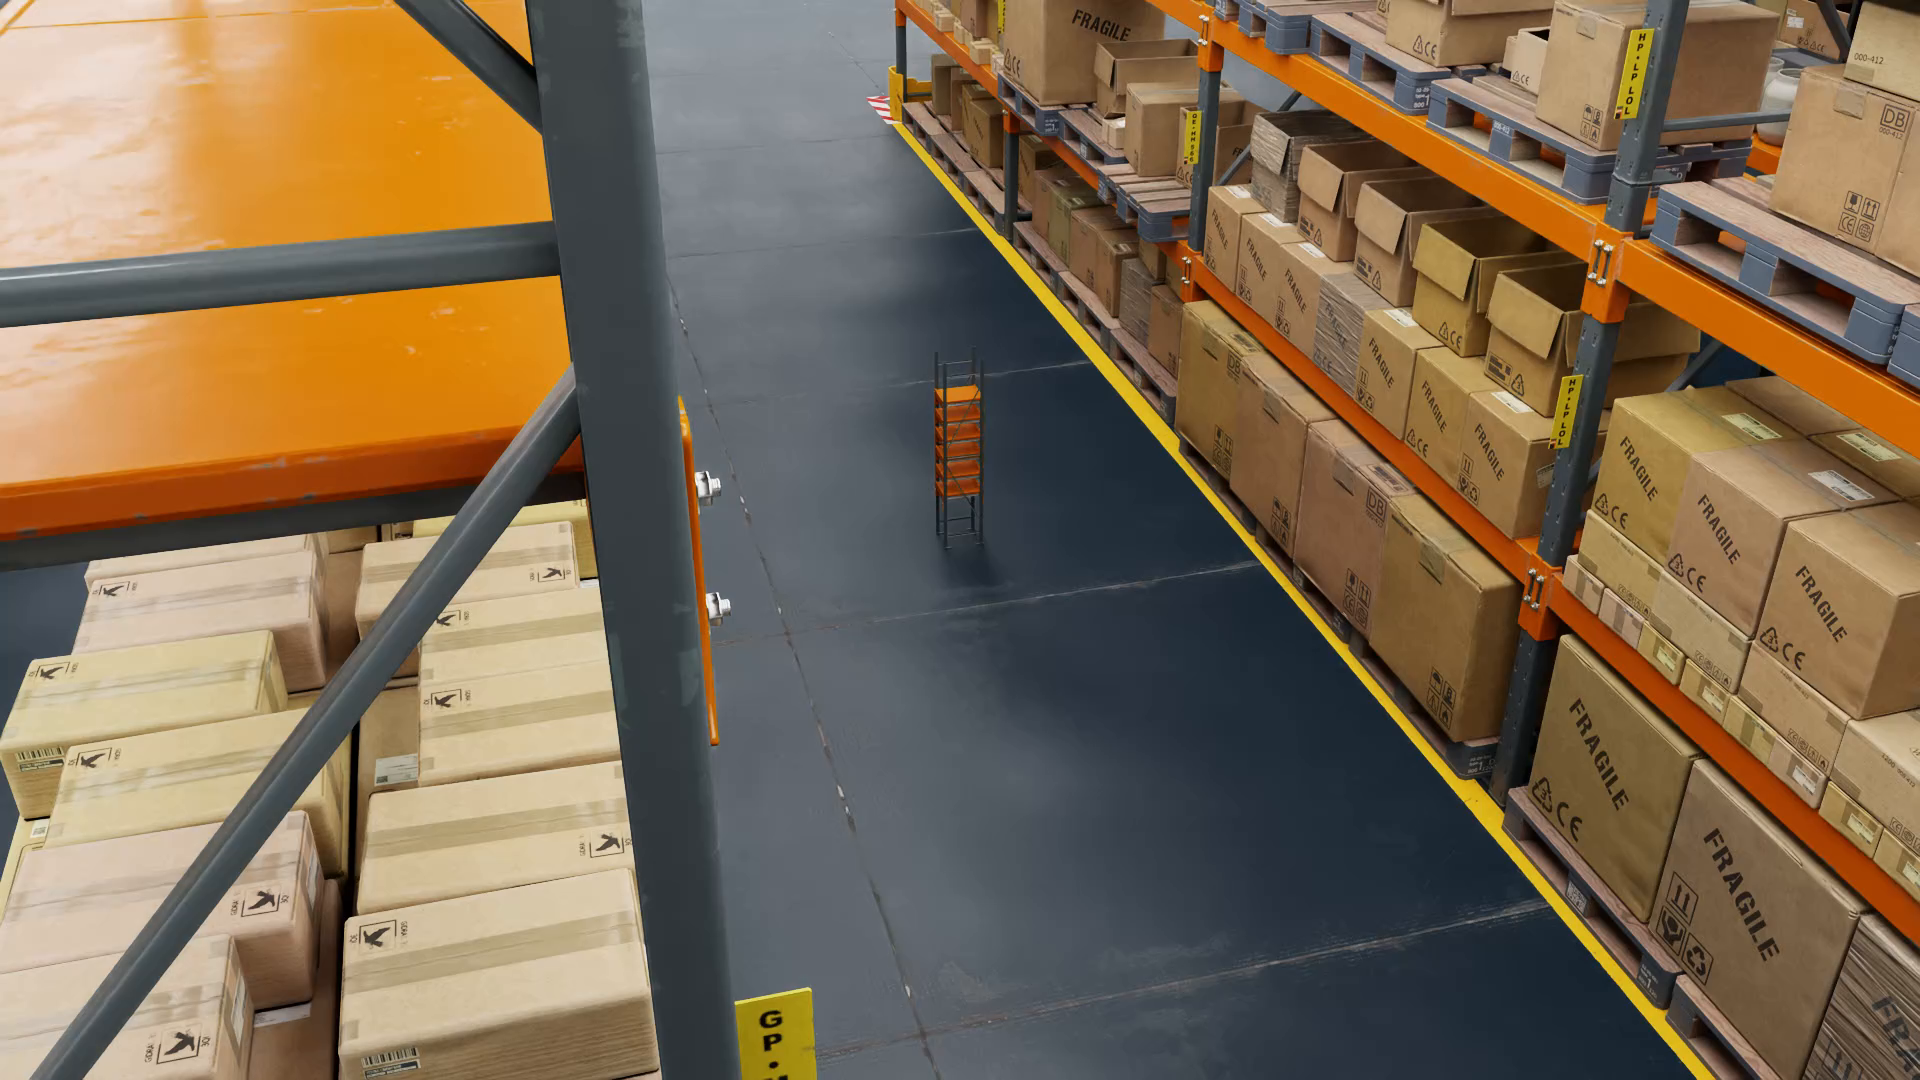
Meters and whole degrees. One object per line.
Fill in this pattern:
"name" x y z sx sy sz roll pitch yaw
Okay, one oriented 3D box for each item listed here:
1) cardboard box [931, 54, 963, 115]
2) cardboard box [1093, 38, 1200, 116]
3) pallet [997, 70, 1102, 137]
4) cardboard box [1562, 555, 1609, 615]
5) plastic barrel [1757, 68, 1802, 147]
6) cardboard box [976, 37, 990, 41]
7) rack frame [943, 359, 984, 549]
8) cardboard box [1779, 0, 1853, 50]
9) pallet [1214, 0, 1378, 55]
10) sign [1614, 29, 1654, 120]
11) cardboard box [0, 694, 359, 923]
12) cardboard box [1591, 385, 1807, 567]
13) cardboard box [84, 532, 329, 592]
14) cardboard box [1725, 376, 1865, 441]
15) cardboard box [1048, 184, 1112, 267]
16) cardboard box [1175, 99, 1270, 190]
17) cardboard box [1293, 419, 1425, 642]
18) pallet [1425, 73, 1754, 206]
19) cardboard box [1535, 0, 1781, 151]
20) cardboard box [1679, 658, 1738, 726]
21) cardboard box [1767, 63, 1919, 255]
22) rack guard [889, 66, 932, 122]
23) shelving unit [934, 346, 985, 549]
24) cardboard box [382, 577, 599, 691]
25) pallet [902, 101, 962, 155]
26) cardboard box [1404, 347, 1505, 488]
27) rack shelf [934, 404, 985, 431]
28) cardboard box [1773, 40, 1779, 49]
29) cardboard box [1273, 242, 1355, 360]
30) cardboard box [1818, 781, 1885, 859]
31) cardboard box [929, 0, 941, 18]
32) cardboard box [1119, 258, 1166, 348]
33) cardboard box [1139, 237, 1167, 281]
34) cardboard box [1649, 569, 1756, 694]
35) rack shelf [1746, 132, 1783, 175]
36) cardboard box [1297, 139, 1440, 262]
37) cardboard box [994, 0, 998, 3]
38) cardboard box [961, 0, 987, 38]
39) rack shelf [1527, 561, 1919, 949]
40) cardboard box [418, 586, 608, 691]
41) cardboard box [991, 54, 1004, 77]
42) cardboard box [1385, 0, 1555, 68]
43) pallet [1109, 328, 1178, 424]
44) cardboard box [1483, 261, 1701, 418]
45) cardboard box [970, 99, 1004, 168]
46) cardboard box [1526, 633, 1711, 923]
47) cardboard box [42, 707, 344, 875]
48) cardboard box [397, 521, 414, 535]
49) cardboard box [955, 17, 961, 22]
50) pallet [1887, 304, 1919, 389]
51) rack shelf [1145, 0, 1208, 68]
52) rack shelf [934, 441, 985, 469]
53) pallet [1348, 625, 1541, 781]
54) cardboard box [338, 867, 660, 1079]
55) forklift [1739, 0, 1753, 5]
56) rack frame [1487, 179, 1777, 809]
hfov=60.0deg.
"cardboard box" -0.030 -4.724 17.225 0.500 0.500 0.500 -2 30 -4
"cardboard box" 1.431 -3.398 12.335 0.797 0.503 0.637 -5 30 -8
"pallet" 0.944 -3.525 13.268 1.003 0.211 1.213 -8 31 -13
"cardboard box" 2.763 0.163 6.955 0.380 0.149 0.250 -8 31 -13
"plastic barrel" 6.240 -3.240 12.472 0.421 0.512 0.421 0 30 0
"cardboard box" 0.363 -4.447 14.921 0.380 0.149 0.250 -8 31 -13
"rack frame" 0.020 -0.482 9.616 0.240 1.200 0.006 -8 31 -13
"cardboard box" 9.580 -5.790 18.567 0.500 0.500 0.500 -8 31 -13
"pallet" 2.166 -2.977 9.324 1.213 0.211 1.003 -6 31 -11
"sign" 2.485 -1.714 6.123 0.100 0.325 0.005 -8 31 -13
"cardboard box" -1.247 0.525 2.736 0.500 0.250 0.500 -9 31 -15
"cardboard box" 2.886 -0.255 6.532 0.500 0.500 0.500 -8 31 -13
"cardboard box" -1.423 0.044 3.169 0.380 0.149 0.250 -7 31 -12
"cardboard box" 3.385 -0.334 6.668 0.500 0.500 0.500 -7 31 -12
"cardboard box" 1.132 -2.572 13.487 0.700 0.500 0.500 -8 31 -14
"cardboard box" 1.762 -2.545 10.864 0.500 0.500 0.500 -12 32 -19
"cardboard box" 2.578 -0.132 8.917 1.225 0.875 0.875 -9 31 -15
"pallet" 2.714 -1.784 7.266 0.805 0.209 1.217 -9 31 -15
"cardboard box" 2.842 -1.934 6.815 0.700 0.500 0.500 -7 31 -12
"cardboard box" 2.975 0.544 6.297 0.380 0.149 0.250 -9 31 -15
"cardboard box" 3.271 -1.329 5.669 0.700 0.500 0.500 -10 31 -16
"rack guard" -0.160 -4.810 17.791 1.175 0.500 0.348 -8 31 -13
"shelving unit" -0.004 -0.526 9.693 0.258 1.200 0.189 -8 31 -13
"cardboard box" -0.870 0.216 3.269 0.500 0.250 0.500 -7 31 -13
"pallet" 0.022 -4.287 17.178 1.003 0.211 1.213 -8 31 -13
"cardboard box" 2.493 -0.605 7.932 0.500 0.500 0.500 -7 31 -12
"rack shelf" -0.004 -0.696 9.595 0.258 0.103 0.180 -8 31 -13
"cardboard box" 9.436 -5.706 19.170 0.500 0.250 0.500 -8 31 -13
"cardboard box" 2.089 -1.341 9.204 0.500 0.500 0.500 -8 31 -14
"cardboard box" 3.178 0.916 5.655 0.380 0.149 0.250 -9 31 -15
"cardboard box" -0.088 -5.164 16.160 0.380 0.149 0.250 -8 31 -13
"cardboard box" 1.587 -1.760 12.084 0.700 0.500 0.500 -10 32 -17
"cardboard box" 1.586 -2.072 11.874 0.500 0.250 0.500 -4 30 -8
"cardboard box" 3.005 0.306 6.310 0.500 0.250 0.500 -8 31 -14
"rack shelf" 6.188 -3.377 13.540 1.077 0.370 4.000 -8 31 -13
"cardboard box" 2.292 -1.871 9.119 0.797 0.503 0.637 -7 31 -12
"cardboard box" 0.497 -4.782 13.853 0.500 0.500 0.500 -8 31 -13
"cardboard box" 0.493 -4.868 15.000 0.875 0.500 0.500 -8 31 -13
"rack shelf" 3.536 1.145 5.727 1.077 0.370 4.000 -8 31 -13
"cardboard box" -0.724 0.218 2.869 0.380 0.149 0.250 -7 31 -13
"cardboard box" 0.484 -4.074 14.276 0.380 0.149 0.250 -8 31 -13
"cardboard box" 2.506 -2.605 7.971 0.797 0.503 0.637 -8 31 -14
"pallet" 1.737 -1.235 11.904 1.003 0.211 1.213 -8 31 -13
"cardboard box" 2.828 -0.917 7.470 0.797 0.503 0.637 -9 31 -15
"cardboard box" 0.414 -3.860 15.731 0.500 0.500 0.500 -11 32 -18
"cardboard box" 3.103 0.935 7.073 0.875 0.875 0.875 -8 31 -13
"cardboard box" -1.153 0.411 2.536 0.380 0.149 0.250 -9 31 -15
"cardboard box" -0.992 -0.153 3.509 0.380 0.149 0.250 -7 31 -12
"cardboard box" 0.165 -4.810 15.547 0.380 0.149 0.250 -8 31 -13
"pallet" 3.532 -0.408 4.785 1.003 0.211 1.213 -8 31 -13
"rack shelf" 1.413 -4.017 11.651 1.077 0.370 4.000 -8 31 -13
"rack shelf" -0.004 -0.488 9.715 0.258 0.103 0.180 -8 31 -13
"pallet" 2.728 0.712 8.540 1.003 0.211 1.213 -8 31 -13
"cardboard box" -0.608 0.601 2.206 0.380 0.149 0.250 -8 31 -14
"forklift" 4.536 -2.386 11.178 1.130 2.935 3.031 13 32 21
"rack frame" 3.005 -0.132 7.215 1.000 3.000 0.127 -8 31 -13
